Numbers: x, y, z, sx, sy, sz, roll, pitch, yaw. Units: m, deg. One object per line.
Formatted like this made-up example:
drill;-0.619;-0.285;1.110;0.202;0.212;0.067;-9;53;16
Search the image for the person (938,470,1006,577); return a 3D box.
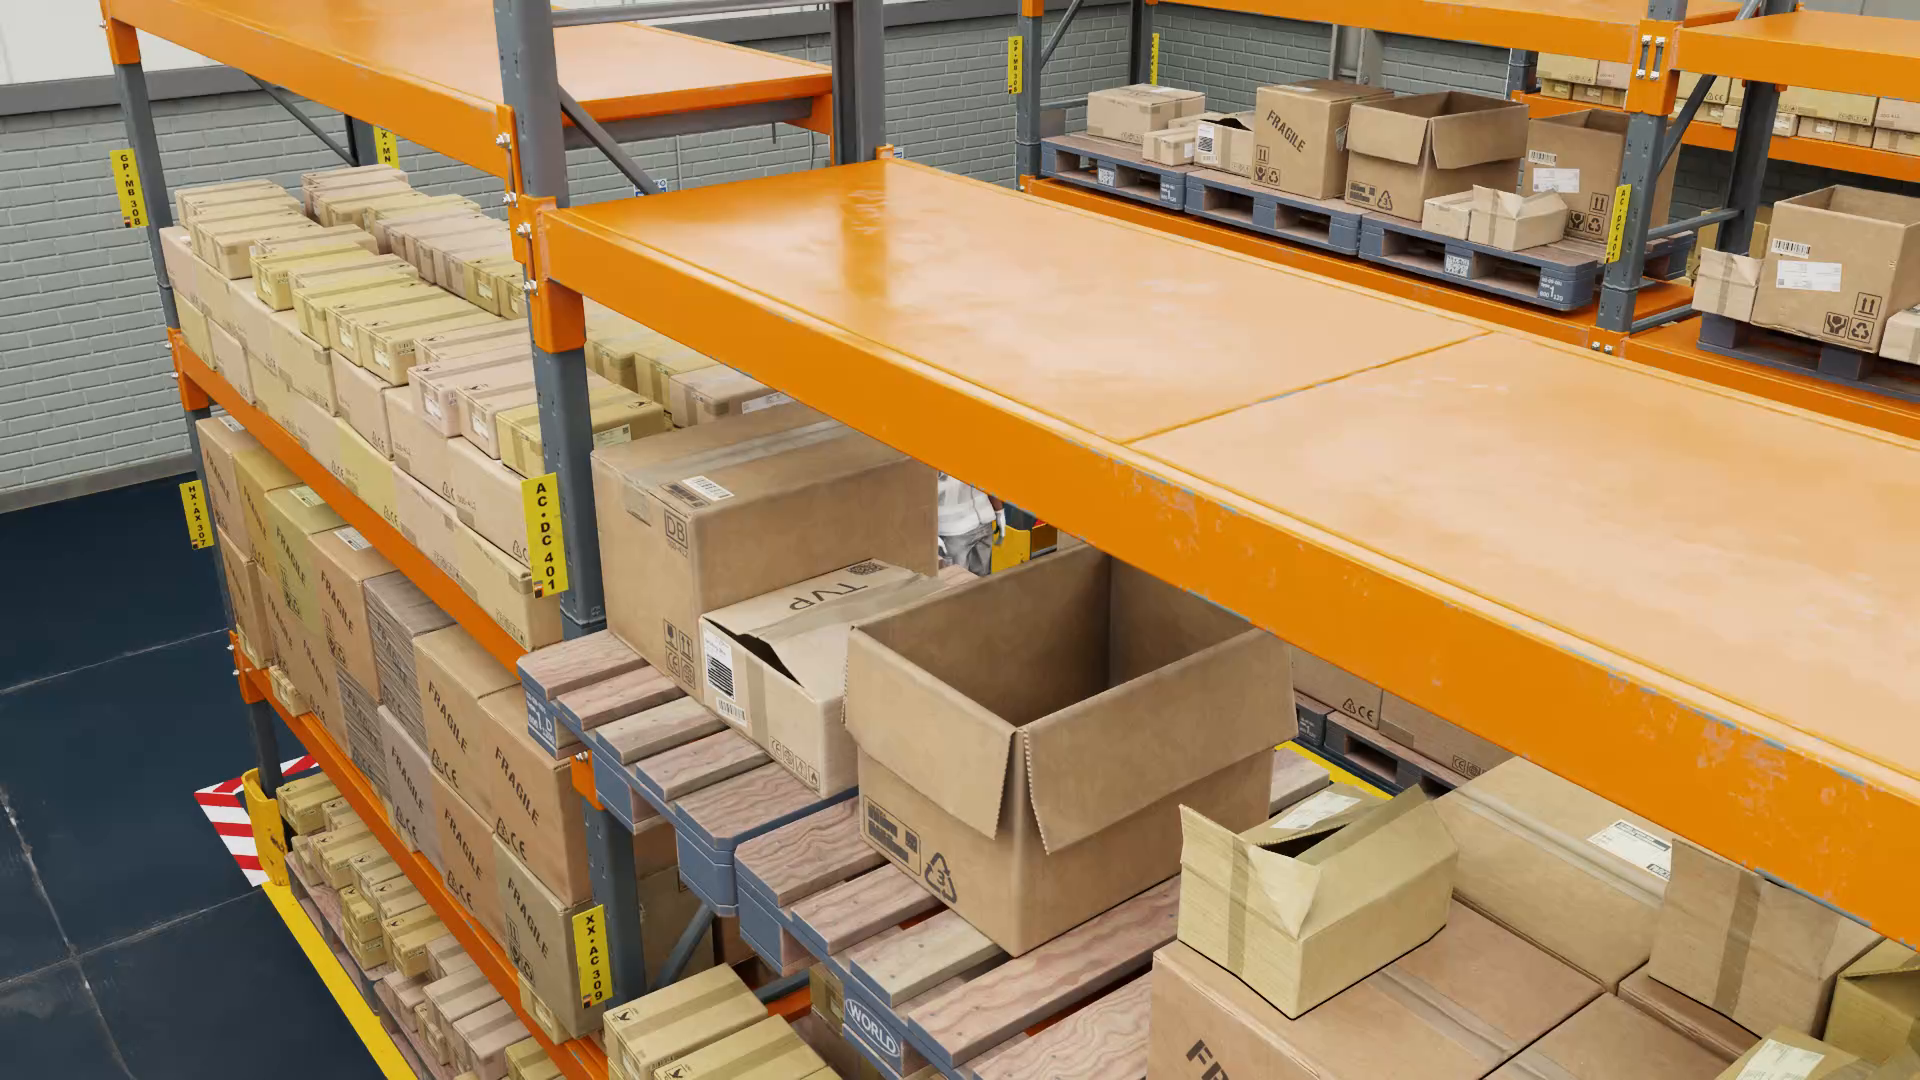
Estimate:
person;0.066;-0.044;9.987;0.577;1.782;0.656;22;33;40
